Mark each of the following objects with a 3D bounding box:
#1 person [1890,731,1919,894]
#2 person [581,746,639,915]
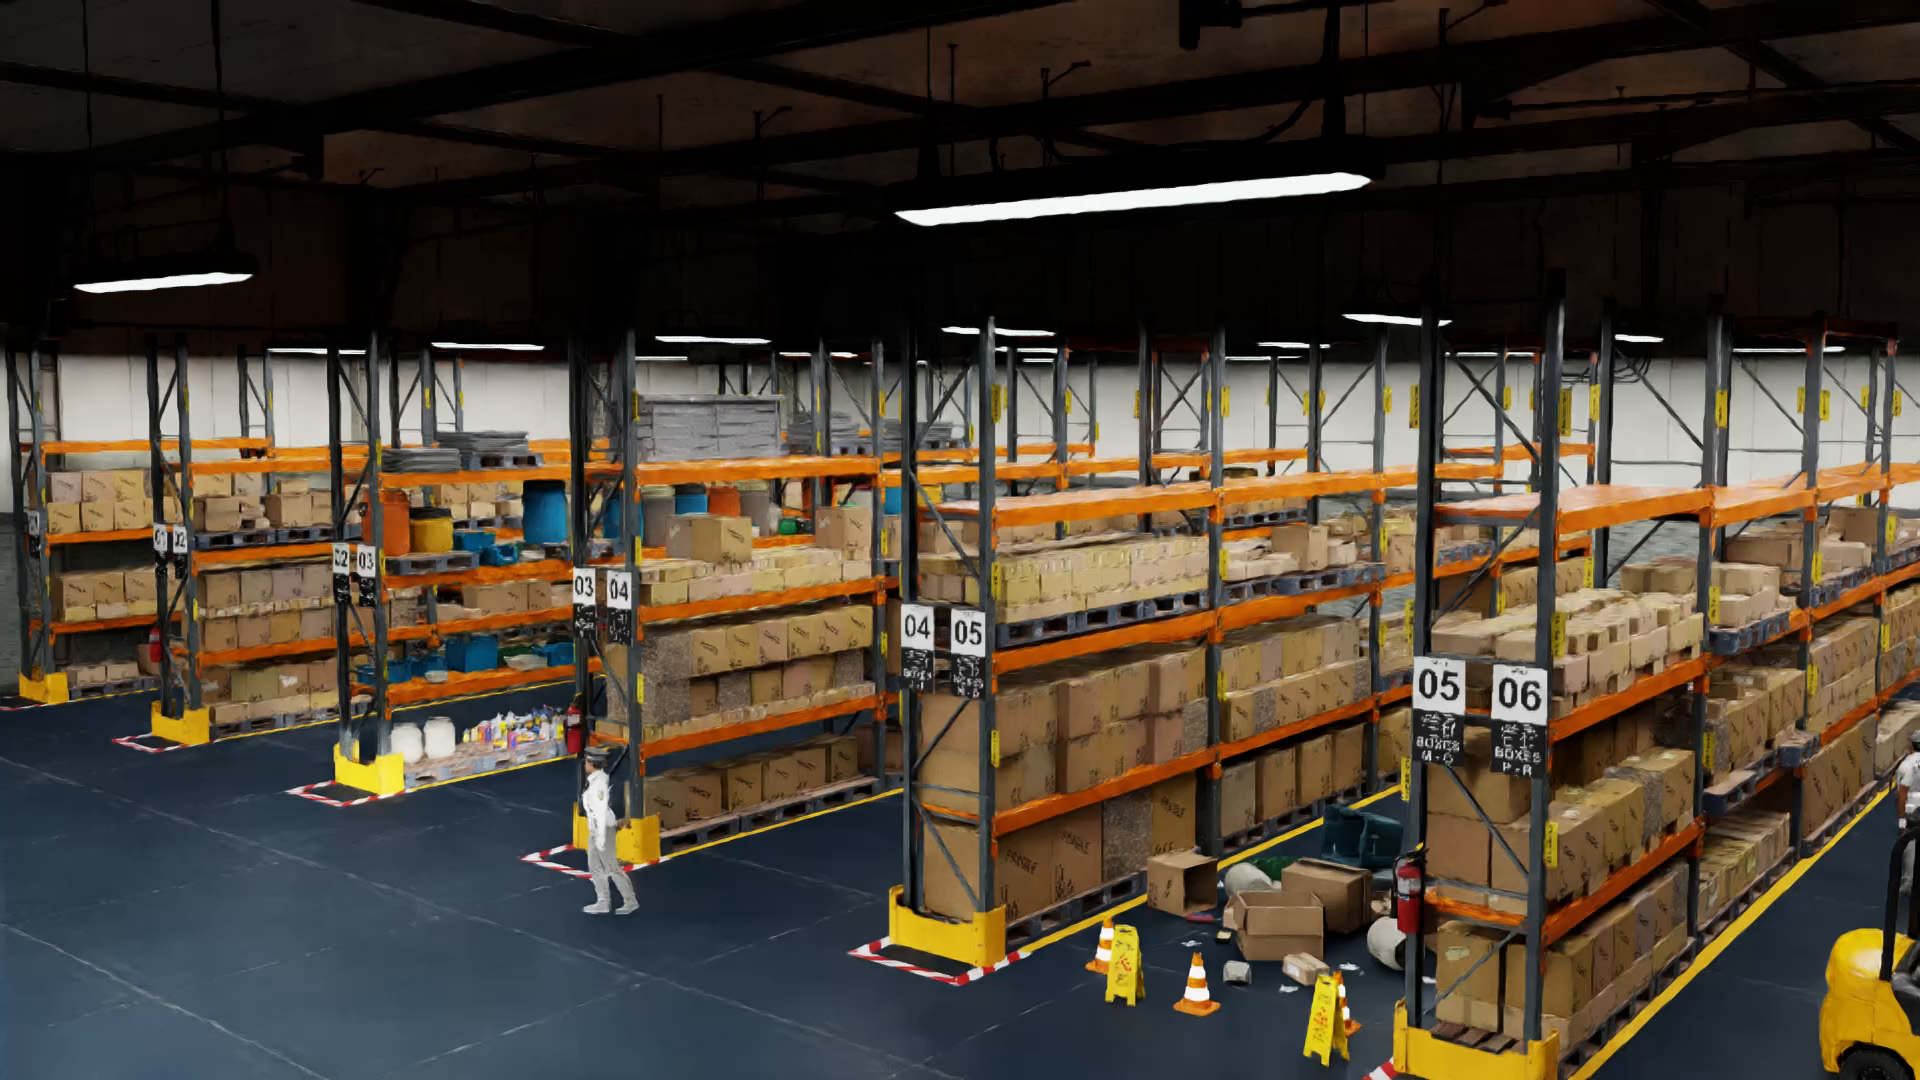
[{"bbox_3d":[9.822,2.789,17.139,0.523,1.667,0.477,-2,5,-20],"label":"person"},{"bbox_3d":[-3.470,2.866,16.447,0.545,1.665,0.513,-1,5,-14],"label":"person"}]
